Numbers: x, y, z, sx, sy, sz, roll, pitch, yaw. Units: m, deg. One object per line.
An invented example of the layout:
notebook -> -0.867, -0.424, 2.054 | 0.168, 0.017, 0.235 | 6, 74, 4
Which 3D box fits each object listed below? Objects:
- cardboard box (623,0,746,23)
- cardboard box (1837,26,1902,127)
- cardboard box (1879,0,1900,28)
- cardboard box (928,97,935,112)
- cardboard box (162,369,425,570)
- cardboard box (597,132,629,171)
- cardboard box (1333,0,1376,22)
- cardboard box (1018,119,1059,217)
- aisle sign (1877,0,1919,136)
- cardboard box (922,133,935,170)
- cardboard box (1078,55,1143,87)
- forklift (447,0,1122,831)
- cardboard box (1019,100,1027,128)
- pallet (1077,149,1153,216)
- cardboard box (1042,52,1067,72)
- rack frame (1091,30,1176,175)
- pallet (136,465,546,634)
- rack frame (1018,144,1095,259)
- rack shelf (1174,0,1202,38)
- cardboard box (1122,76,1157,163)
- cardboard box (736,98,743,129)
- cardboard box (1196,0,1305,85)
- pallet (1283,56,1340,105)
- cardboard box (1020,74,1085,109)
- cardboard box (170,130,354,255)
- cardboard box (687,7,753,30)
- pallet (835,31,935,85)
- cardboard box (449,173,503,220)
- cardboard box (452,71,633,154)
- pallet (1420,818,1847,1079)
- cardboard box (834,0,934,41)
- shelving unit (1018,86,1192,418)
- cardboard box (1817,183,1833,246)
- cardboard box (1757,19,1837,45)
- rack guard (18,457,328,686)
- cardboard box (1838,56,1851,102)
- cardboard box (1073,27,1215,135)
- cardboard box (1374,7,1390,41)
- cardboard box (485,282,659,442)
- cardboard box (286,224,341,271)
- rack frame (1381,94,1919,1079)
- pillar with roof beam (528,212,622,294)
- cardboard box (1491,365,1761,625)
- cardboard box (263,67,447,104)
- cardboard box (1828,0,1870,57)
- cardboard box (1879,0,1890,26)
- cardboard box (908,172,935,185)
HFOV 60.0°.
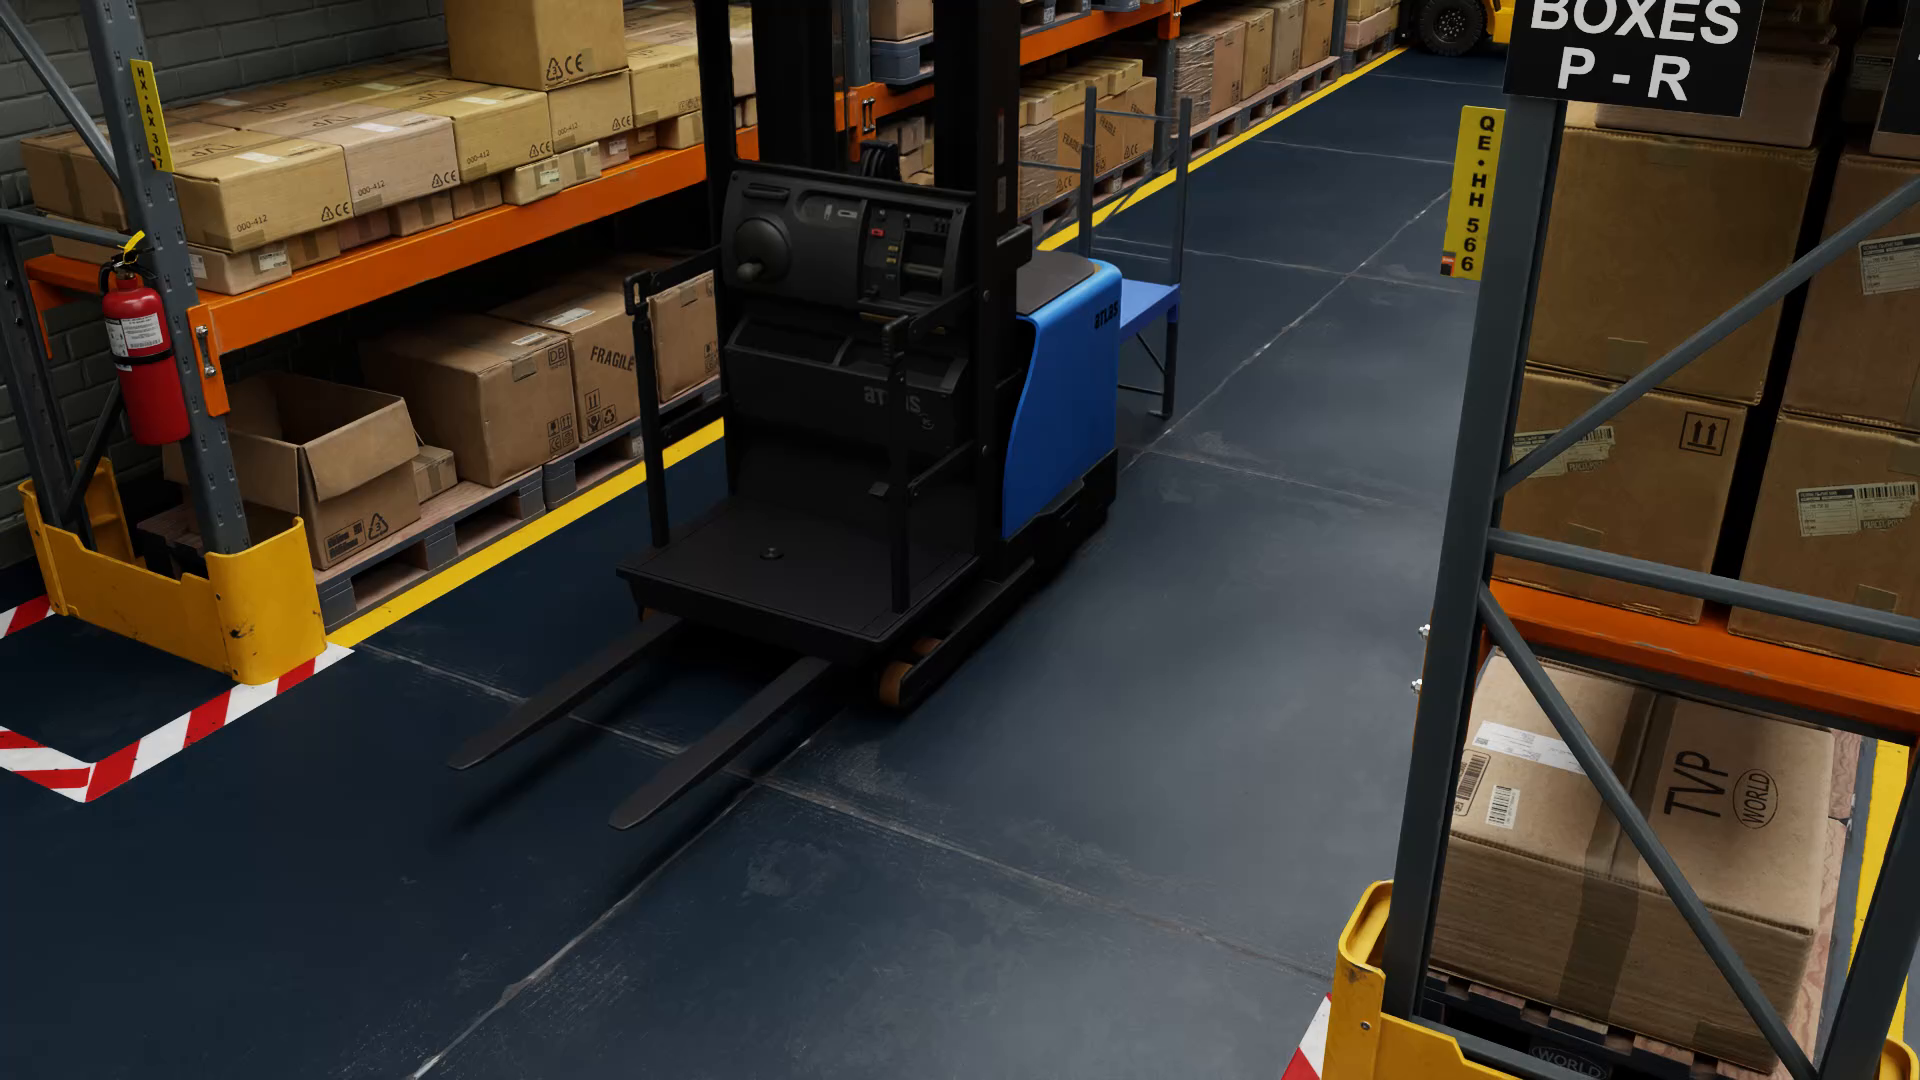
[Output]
cardboard box -> -1.391, -2.485, 8.198 | 0.500, 0.250, 0.500 | 14, 30, 26
cardboard box -> 1.926, -0.879, 3.202 | 0.380, 0.149, 0.250 | 15, 30, 27
cardboard box -> 2.667, -1.118, 4.404 | 0.500, 0.500, 0.500 | 14, 30, 26
cardboard box -> -0.232, -2.725, 10.442 | 0.380, 0.149, 0.250 | 13, 29, 24
cardboard box -> -2.497, -0.283, 6.283 | 0.797, 0.503, 0.637 | 13, 29, 24
cardboard box -> -1.624, -1.663, 7.002 | 0.380, 0.149, 0.250 | 14, 30, 26
cardboard box -> 3.530, -4.973, 15.377 | 0.500, 0.250, 0.500 | 14, 30, 26
cardboard box -> 0.285, -2.366, 10.448 | 0.500, 0.500, 0.500 | 13, 29, 24
aisle sign -> 1.660, -0.973, 2.438 | 0.394, 0.787, 0.004 | 14, 30, 26
cardboard box -> -0.319, -2.221, 9.435 | 0.380, 0.149, 0.250 | 13, 29, 23
cardboard box -> 1.033, -3.223, 11.437 | 0.380, 0.149, 0.250 | 13, 29, 24
forklift -> -0.501, -0.967, 5.408 | 1.130, 2.935, 3.031 | 14, 30, 26
cardboard box -> 0.191, -2.628, 10.248 | 0.380, 0.149, 0.250 | 14, 30, 26
pallet -> 0.655, -2.582, 11.672 | 1.003, 0.211, 1.213 | 14, 30, 26
cardboard box -> 0.528, -3.337, 11.664 | 0.380, 0.149, 0.250 | 16, 31, 29
rack frame -> 1.055, -4.111, 11.612 | 1.000, 3.000, 0.127 | 14, 30, 26
pallet -> -2.451, -0.087, 6.689 | 1.003, 0.211, 1.213 | 14, 30, 26
rack frame -> 0.298, -0.913, 6.899 | 0.500, 1.500, 0.032 | 14, 30, 26
rack shelf -> 2.039, -4.569, 13.330 | 1.077, 0.370, 4.000 | 14, 30, 26
cardboard box -> 1.035, -2.969, 11.654 | 0.500, 0.500, 0.500 | 15, 30, 28
cardboard box -> -1.218, -1.951, 7.578 | 0.380, 0.149, 0.250 | 15, 30, 27
cardboard box -> 2.388, -4.290, 14.152 | 0.875, 0.625, 0.625 | 14, 30, 26
pallet -> 2.695, -4.128, 14.760 | 1.003, 0.211, 1.213 | 14, 30, 26
cardboard box -> 0.588, -2.924, 10.839 | 0.380, 0.149, 0.250 | 15, 30, 28
cardboard box -> -2.422, -1.177, 5.586 | 0.500, 0.250, 0.500 | 14, 30, 26
cardboard box -> -0.950, -2.366, 7.961 | 0.500, 0.250, 0.500 | 15, 30, 27
pallet -> -0.424, -2.754, 9.115 | 1.003, 0.211, 1.213 | 14, 30, 26
cardboard box -> -1.992, -1.358, 6.393 | 0.380, 0.149, 0.250 | 15, 30, 27
cardboard box -> -1.695, -1.776, 6.782 | 0.500, 0.250, 0.500 | 13, 30, 25
pallet -> 1.769, 1.016, 4.485 | 1.003, 0.211, 1.213 | 14, 30, 26
cardboard box -> -0.480, -2.924, 8.660 | 0.700, 0.500, 0.500 | 15, 30, 27
shelving unit -> 0.544, -1.112, 7.297 | 0.538, 1.500, 1.048 | 14, 30, 26
cardboard box -> 2.197, -0.792, 4.870 | 0.500, 0.500, 0.500 | 15, 30, 28
cardboard box -> 1.549, -0.972, 3.388 | 0.380, 0.149, 0.250 | 15, 30, 27
rack guard -> -2.843, 0.095, 6.003 | 1.175, 0.500, 0.348 | 14, 30, 26
cardboard box -> 1.951, -1.036, 4.241 | 0.500, 0.500, 0.500 | 14, 30, 26
cardboard box -> 1.374, -3.477, 12.529 | 0.875, 0.625, 0.625 | 15, 30, 28
cardboard box -> 3.786, -4.945, 15.881 | 0.500, 0.250, 0.500 | 13, 30, 25
cardboard box -> -1.695, -0.790, 7.300 | 0.500, 0.500, 0.500 | 15, 30, 27
cardboard box -> -2.395, -1.058, 5.794 | 0.380, 0.149, 0.250 | 15, 30, 27
rack frame -> 1.443, 0.098, 3.203 | 1.000, 3.000, 0.127 | 14, 30, 26
pillar with roof beam -> 1.709, -4.214, 5.116 | 9.100, 9.000, 0.400 | 14, 30, 26
cardboard box -> 1.450, -0.193, 3.673 | 0.500, 0.500, 0.500 | 14, 30, 26
cardboard box -> -2.382, -1.690, 6.610 | 0.500, 0.250, 0.500 | 15, 30, 28
cardboard box -> 1.953, -1.267, 3.976 | 0.380, 0.149, 0.250 | 14, 30, 26
cardboard box -> 2.712, -1.625, 5.417 | 0.500, 0.500, 0.500 | 14, 30, 25
cardboard box -> -0.478, -1.762, 9.241 | 0.500, 0.500, 0.500 | 16, 31, 28
